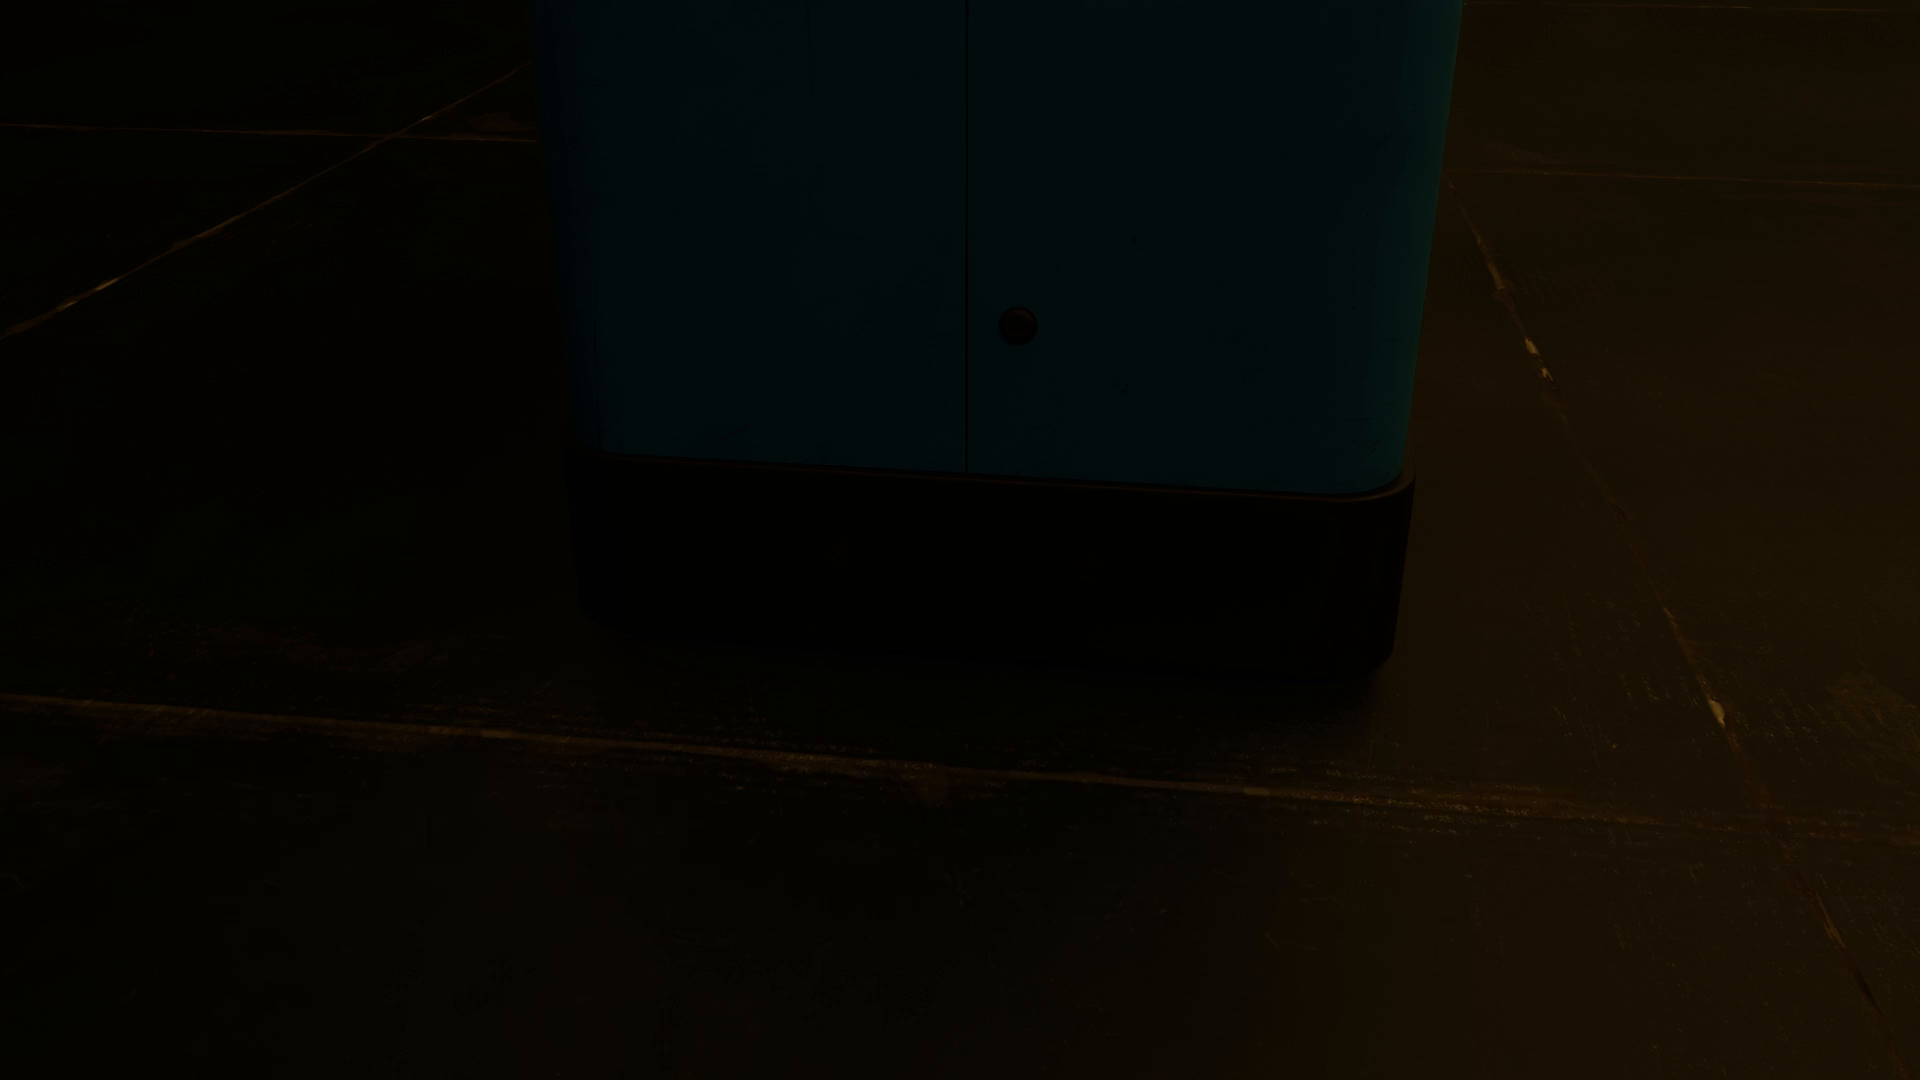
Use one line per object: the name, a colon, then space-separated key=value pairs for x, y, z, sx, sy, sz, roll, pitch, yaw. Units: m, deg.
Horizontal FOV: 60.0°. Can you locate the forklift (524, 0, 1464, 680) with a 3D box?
forklift: x=0.216 y=-1.773 z=2.771 sx=1.130 sy=2.935 sz=3.031 roll=4 pitch=27 yaw=7
